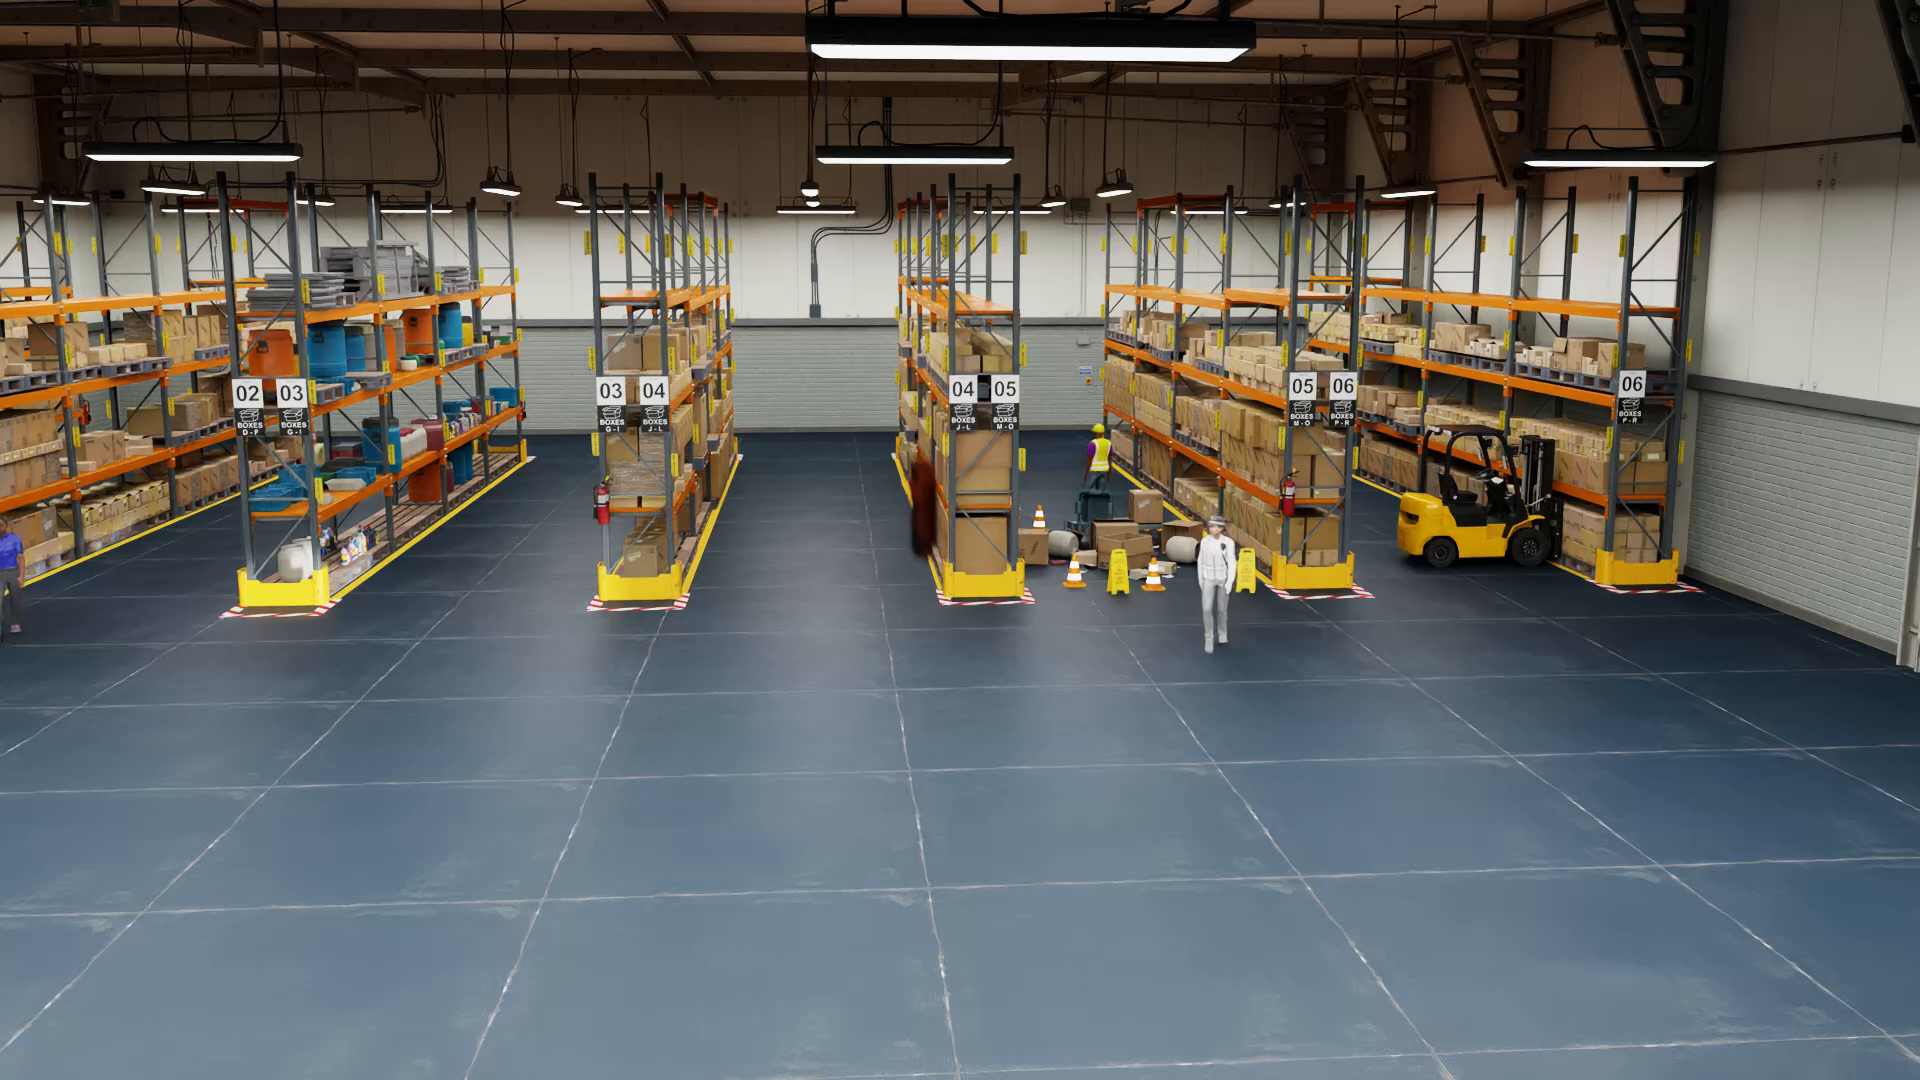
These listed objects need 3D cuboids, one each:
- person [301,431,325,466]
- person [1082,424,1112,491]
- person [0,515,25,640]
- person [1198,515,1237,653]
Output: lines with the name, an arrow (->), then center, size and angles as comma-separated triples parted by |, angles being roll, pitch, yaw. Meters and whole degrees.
person -> -12.108, -1.266, 31.123 | 0.554, 1.607, 1.064 | -1, 10, -4
person -> 2.548, -1.256, 30.796 | 0.609, 1.787, 0.389 | -7, 12, -33
person -> -12.223, 0.482, 21.278 | 0.491, 1.581, 1.041 | -7, 12, -34
person -> 3.227, 0.541, 20.939 | 0.512, 1.724, 0.711 | 3, 11, 17
